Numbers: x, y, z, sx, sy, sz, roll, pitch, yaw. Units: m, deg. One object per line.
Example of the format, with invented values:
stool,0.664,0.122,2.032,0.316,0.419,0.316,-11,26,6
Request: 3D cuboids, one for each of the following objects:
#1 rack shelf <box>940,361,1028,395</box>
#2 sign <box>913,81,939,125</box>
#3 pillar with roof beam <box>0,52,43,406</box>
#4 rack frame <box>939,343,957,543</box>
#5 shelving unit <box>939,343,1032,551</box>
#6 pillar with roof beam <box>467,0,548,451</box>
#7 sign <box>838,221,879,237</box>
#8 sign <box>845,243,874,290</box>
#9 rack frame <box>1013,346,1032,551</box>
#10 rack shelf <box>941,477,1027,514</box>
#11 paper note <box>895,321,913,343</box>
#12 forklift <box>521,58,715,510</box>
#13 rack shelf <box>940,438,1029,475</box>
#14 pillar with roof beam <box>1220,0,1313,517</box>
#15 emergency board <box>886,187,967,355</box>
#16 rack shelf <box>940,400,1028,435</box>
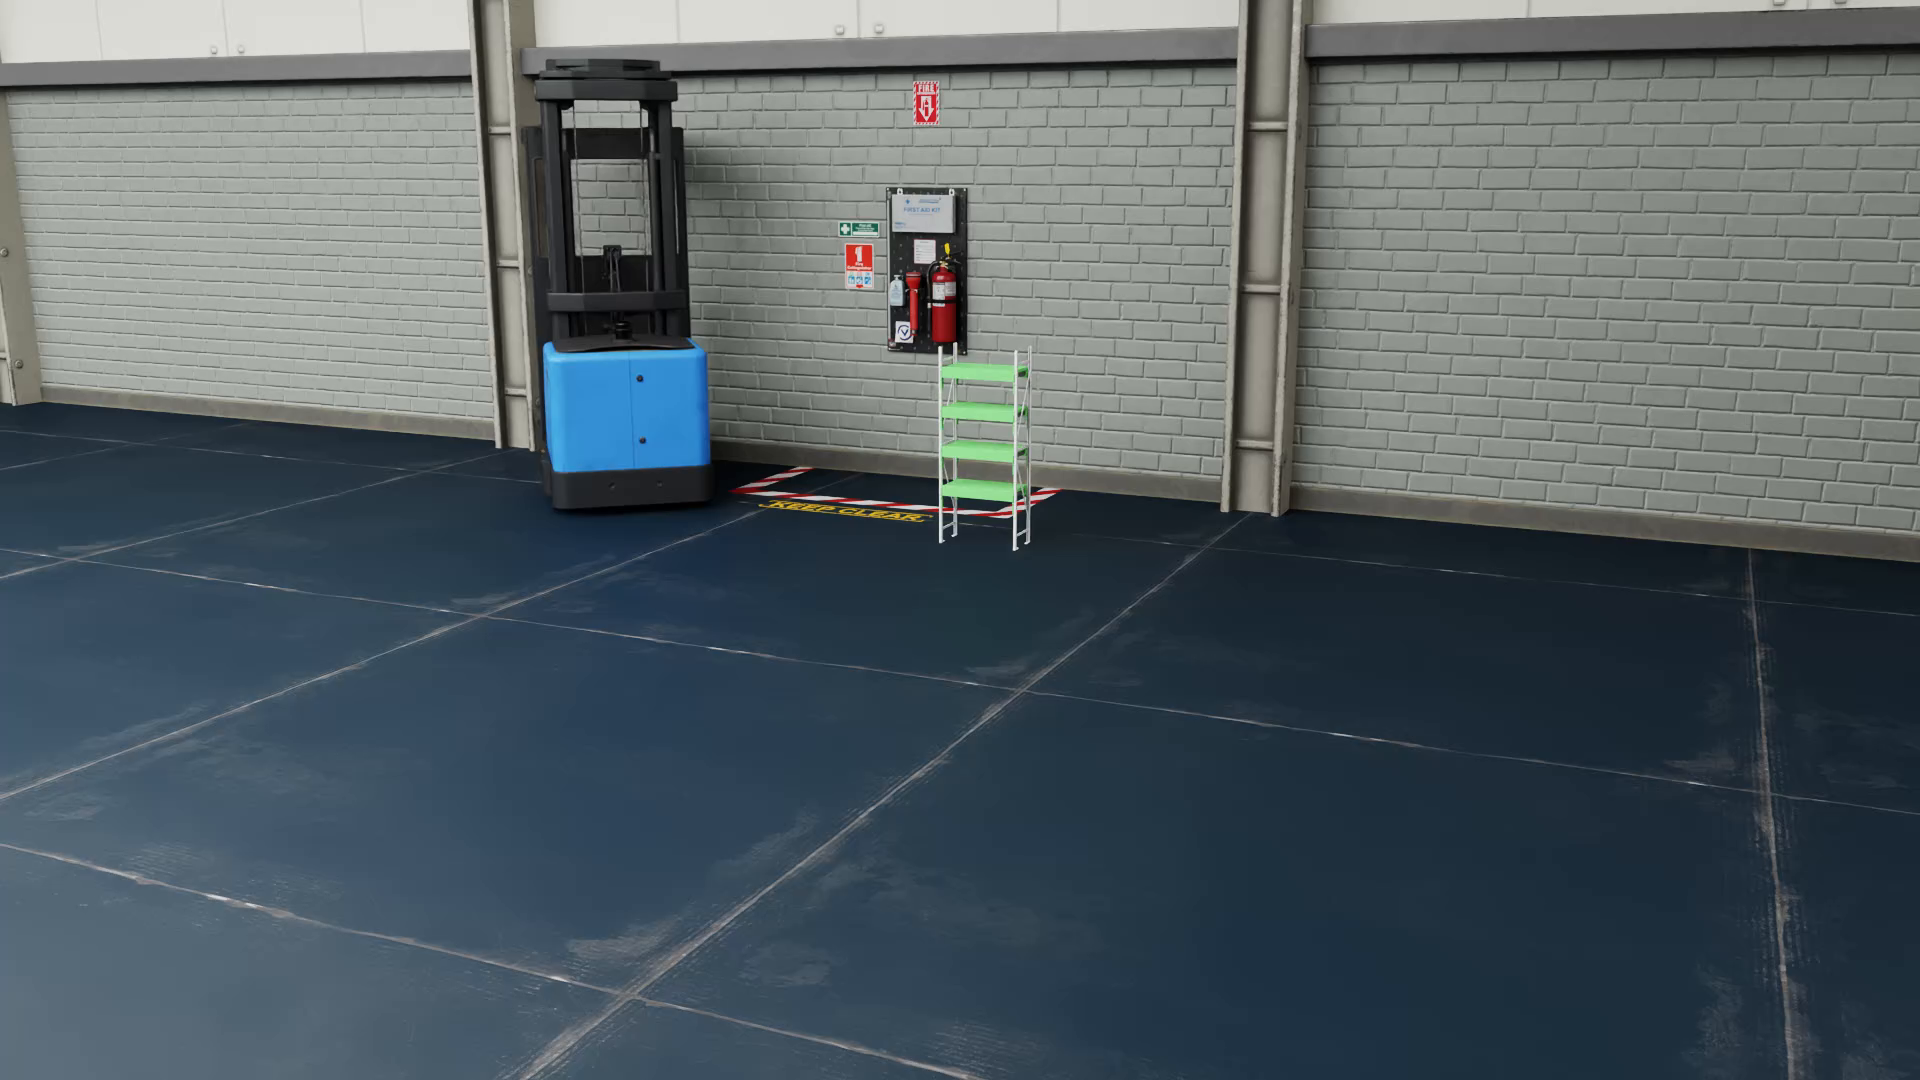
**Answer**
rack shelf,0.151,-0.974,9.957,0.480,0.148,0.258,6,14,23
sign,-0.236,-3.051,11.615,0.199,0.298,0.001,6,14,23
pillar with roof beam,-10.740,-4.796,10.995,0.400,9.000,9.100,6,14,23
rack frame,-0.072,-0.591,10.149,0.015,1.200,0.240,6,14,23
shelving unit,0.151,-0.569,10.052,0.503,1.200,0.258,6,14,23
pillar with roof beam,-5.254,-4.241,8.629,0.400,9.000,9.100,6,14,23
sign,-0.732,-2.246,12.024,0.331,0.109,0.001,6,14,23
sign,-0.732,-1.991,12.094,0.234,0.329,0.001,6,14,23
rack frame,0.374,-0.546,9.956,0.015,1.200,0.240,6,14,23
rack shelf,0.151,-0.273,10.122,0.480,0.148,0.258,6,14,23
paper note,-0.402,-1.503,12.020,0.142,0.148,0.016,6,14,23
forklift,-2.539,-1.917,12.010,1.130,2.935,3.031,-4,14,-16
rack shelf,0.151,-0.507,10.067,0.480,0.148,0.258,6,14,23
pillar with roof beam,0.232,-3.685,6.263,0.400,9.000,9.100,6,14,23
emergency board,-0.269,-1.901,11.788,0.643,1.169,0.194,6,14,23
rack shelf,0.151,-0.740,10.012,0.480,0.148,0.258,6,14,23
